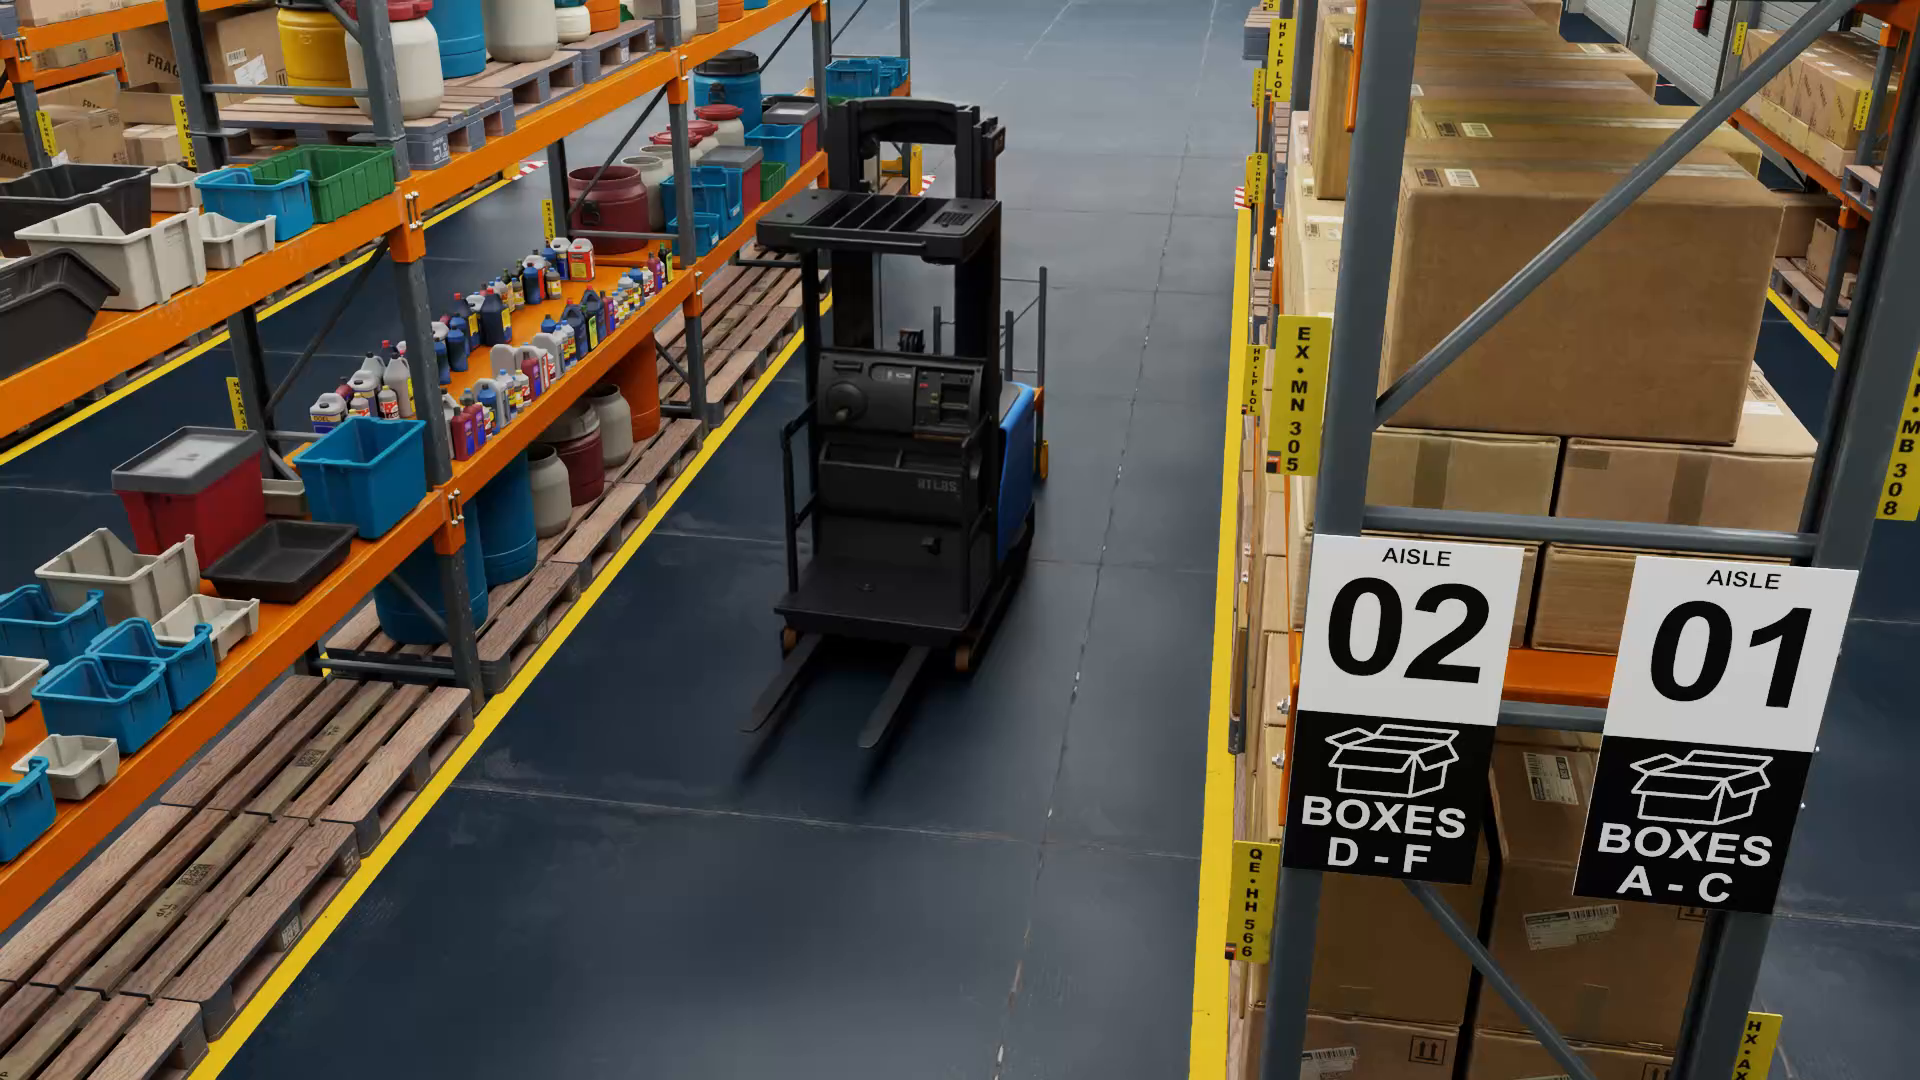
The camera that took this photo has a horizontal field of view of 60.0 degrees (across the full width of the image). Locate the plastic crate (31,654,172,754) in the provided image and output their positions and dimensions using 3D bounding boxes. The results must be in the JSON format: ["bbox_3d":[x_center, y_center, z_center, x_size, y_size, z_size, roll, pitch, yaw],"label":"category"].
[{"bbox_3d":[-3.107,0.602,6.051,0.416,0.233,0.300,4,25,9],"label":"plastic crate"}]

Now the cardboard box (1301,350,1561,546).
[{"bbox_3d":[1.031,-0.220,3.730,0.500,0.250,0.500,4,25,9],"label":"cardboard box"}]

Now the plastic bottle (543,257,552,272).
[{"bbox_3d":[-2.832,-1.825,11.345,0.097,0.201,0.097,0,25,0],"label":"plastic bottle"}]

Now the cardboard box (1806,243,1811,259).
[{"bbox_3d":[8.329,-2.723,15.873,0.380,0.149,0.250,2,25,4],"label":"cardboard box"}]

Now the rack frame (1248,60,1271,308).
[{"bbox_3d":[3.160,-3.489,14.666,1.000,3.000,0.127,4,25,9],"label":"rack frame"}]

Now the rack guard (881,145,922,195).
[{"bbox_3d":[-1.039,-4.340,19.432,1.175,0.500,0.348,4,25,9],"label":"rack guard"}]

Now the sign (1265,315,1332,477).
[{"bbox_3d":[0.654,-0.277,3.220,0.100,0.325,0.005,4,25,9],"label":"sign"}]

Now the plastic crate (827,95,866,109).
[{"bbox_3d":[-1.226,-4.286,16.619,0.450,0.188,0.662,4,25,9],"label":"plastic crate"}]

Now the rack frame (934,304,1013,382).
[{"bbox_3d":[0.083,-0.755,10.593,0.500,1.500,0.032,6,26,13],"label":"rack frame"}]

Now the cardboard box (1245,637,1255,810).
[{"bbox_3d":[1.254,0.642,5.722,0.500,0.500,0.500,4,25,8],"label":"cardboard box"}]

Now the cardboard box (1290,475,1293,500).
[{"bbox_3d":[1.115,-0.202,4.283,0.500,0.250,0.500,4,25,9],"label":"cardboard box"}]

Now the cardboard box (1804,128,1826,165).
[{"bbox_3d":[7.915,-3.516,14.876,0.500,0.250,0.500,4,25,9],"label":"cardboard box"}]

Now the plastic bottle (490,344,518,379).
[{"bbox_3d":[-2.581,-0.997,9.488,0.152,0.276,0.135,4,25,9],"label":"plastic bottle"}]

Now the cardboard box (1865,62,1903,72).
[{"bbox_3d":[8.505,-4.035,15.100,0.500,0.500,0.500,5,25,10],"label":"cardboard box"}]

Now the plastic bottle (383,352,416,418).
[{"bbox_3d":[-3.064,-0.863,9.113,0.144,0.351,0.185,4,25,9],"label":"plastic bottle"}]

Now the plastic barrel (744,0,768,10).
[{"bbox_3d":[-1.809,-4.645,13.005,0.600,0.901,0.708,4,25,9],"label":"plastic barrel"}]

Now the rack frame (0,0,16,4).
[{"bbox_3d":[-7.266,-5.221,11.290,1.000,3.000,0.127,4,25,9],"label":"rack frame"}]

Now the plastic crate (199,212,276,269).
[{"bbox_3d":[-2.866,-1.169,6.482,0.293,0.136,0.466,4,25,9],"label":"plastic crate"}]

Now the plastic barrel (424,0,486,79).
[{"bbox_3d":[-2.906,-2.988,8.971,0.600,0.901,0.708,4,25,9],"label":"plastic barrel"}]

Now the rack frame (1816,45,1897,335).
[{"bbox_3d":[8.047,-3.148,13.936,1.000,3.000,0.127,4,25,9],"label":"rack frame"}]

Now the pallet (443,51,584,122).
[{"bbox_3d":[-2.820,-2.570,9.387,1.003,0.211,1.213,4,25,9],"label":"pallet"}]

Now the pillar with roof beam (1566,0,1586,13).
[{"bbox_3d":[8.135,-15.011,32.205,9.100,9.000,0.400,4,25,9],"label":"pillar with roof beam"}]

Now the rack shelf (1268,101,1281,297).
[{"bbox_3d":[2.179,-2.012,8.821,1.077,0.370,4.000,4,25,9],"label":"rack shelf"}]

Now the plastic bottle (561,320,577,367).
[{"bbox_3d":[-2.331,-1.169,9.860,0.097,0.271,0.097,0,25,0],"label":"plastic bottle"}]

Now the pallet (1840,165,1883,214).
[{"bbox_3d":[7.779,-2.751,13.315,1.003,0.211,1.213,4,25,9],"label":"pallet"}]

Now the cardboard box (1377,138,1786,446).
[{"bbox_3d":[1.266,-0.543,3.536,0.700,0.500,0.500,4,25,9],"label":"cardboard box"}]

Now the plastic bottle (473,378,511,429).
[{"bbox_3d":[-2.523,-0.752,8.965,0.152,0.276,0.135,4,25,9],"label":"plastic bottle"}]

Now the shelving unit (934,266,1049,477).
[{"bbox_3d":[0.207,-0.960,11.031,0.587,1.500,1.083,6,26,13],"label":"shelving unit"}]

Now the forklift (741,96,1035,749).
[{"bbox_3d":[-0.384,-0.772,8.942,1.130,2.935,3.031,6,26,13],"label":"forklift"}]

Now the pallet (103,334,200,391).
[{"bbox_3d":[-7.137,-1.568,13.851,1.003,0.211,1.213,4,25,9],"label":"pallet"}]

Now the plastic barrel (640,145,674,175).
[{"bbox_3d":[-2.354,-2.833,13.132,0.421,0.512,0.421,0,25,0],"label":"plastic barrel"}]

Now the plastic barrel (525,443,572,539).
[{"bbox_3d":[-2.632,-0.304,10.300,0.421,0.512,0.421,0,25,0],"label":"plastic barrel"}]

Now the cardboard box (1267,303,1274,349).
[{"bbox_3d":[2.080,-1.122,8.995,0.700,0.500,0.500,-2,25,-5],"label":"cardboard box"}]

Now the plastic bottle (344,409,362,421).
[{"bbox_3d":[-3.162,-0.584,8.695,0.097,0.201,0.097,0,25,0],"label":"plastic bottle"}]

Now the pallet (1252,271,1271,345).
[{"bbox_3d":[2.465,-1.441,10.517,1.213,0.211,1.003,4,25,9],"label":"pallet"}]

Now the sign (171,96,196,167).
[{"bbox_3d":[-3.576,-1.890,7.700,0.100,0.325,0.005,4,25,9],"label":"sign"}]

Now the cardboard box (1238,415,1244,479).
[{"bbox_3d":[2.150,-0.713,11.164,0.500,0.500,0.500,5,26,11],"label":"cardboard box"}]

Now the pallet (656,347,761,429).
[{"bbox_3d":[-2.215,-1.219,13.106,1.003,0.211,1.213,4,25,9],"label":"pallet"}]

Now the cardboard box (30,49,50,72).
[{"bbox_3d":[-11.136,-5.688,19.188,0.875,0.550,0.550,4,25,9],"label":"cardboard box"}]

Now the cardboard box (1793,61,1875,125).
[{"bbox_3d":[7.988,-4.066,15.168,0.500,0.500,0.500,3,25,7],"label":"cardboard box"}]

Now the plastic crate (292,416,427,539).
[{"bbox_3d":[-2.774,-0.289,7.777,0.392,0.384,0.575,4,25,9],"label":"plastic crate"}]

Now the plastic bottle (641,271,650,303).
[{"bbox_3d":[-2.116,-1.688,11.052,0.097,0.201,0.097,0,25,0],"label":"plastic bottle"}]

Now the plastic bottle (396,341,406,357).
[{"bbox_3d":[-3.146,-0.983,9.458,0.152,0.276,0.135,4,25,9],"label":"plastic bottle"}]

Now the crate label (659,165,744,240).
[{"bbox_3d":[-1.951,-2.574,12.669,0.502,0.435,0.616,4,25,9],"label":"crate label"}]

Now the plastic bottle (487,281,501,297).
[{"bbox_3d":[-2.967,-1.511,10.592,0.097,0.271,0.097,0,25,0],"label":"plastic bottle"}]

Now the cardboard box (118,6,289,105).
[{"bbox_3d":[-6.881,-4.316,15.230,1.000,1.000,1.000,4,25,9],"label":"cardboard box"}]

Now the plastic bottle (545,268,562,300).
[{"bbox_3d":[-2.719,-1.718,11.117,0.097,0.201,0.097,0,25,0],"label":"plastic bottle"}]

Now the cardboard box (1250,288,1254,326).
[{"bbox_3d":[2.596,-1.889,13.335,0.500,0.311,0.500,5,25,10],"label":"cardboard box"}]

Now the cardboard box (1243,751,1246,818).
[{"bbox_3d":[1.570,1.036,7.652,0.500,0.311,0.500,4,25,9],"label":"cardboard box"}]

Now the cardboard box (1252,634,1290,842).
[{"bbox_3d":[1.082,0.615,4.601,0.500,0.500,0.500,5,25,10],"label":"cardboard box"}]

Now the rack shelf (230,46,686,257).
[{"bbox_3d":[-2.707,-2.357,9.558,1.077,0.370,4.000,4,25,9],"label":"rack shelf"}]

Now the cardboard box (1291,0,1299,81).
[{"bbox_3d":[2.385,-2.822,9.584,0.910,0.500,0.500,4,25,9],"label":"cardboard box"}]
